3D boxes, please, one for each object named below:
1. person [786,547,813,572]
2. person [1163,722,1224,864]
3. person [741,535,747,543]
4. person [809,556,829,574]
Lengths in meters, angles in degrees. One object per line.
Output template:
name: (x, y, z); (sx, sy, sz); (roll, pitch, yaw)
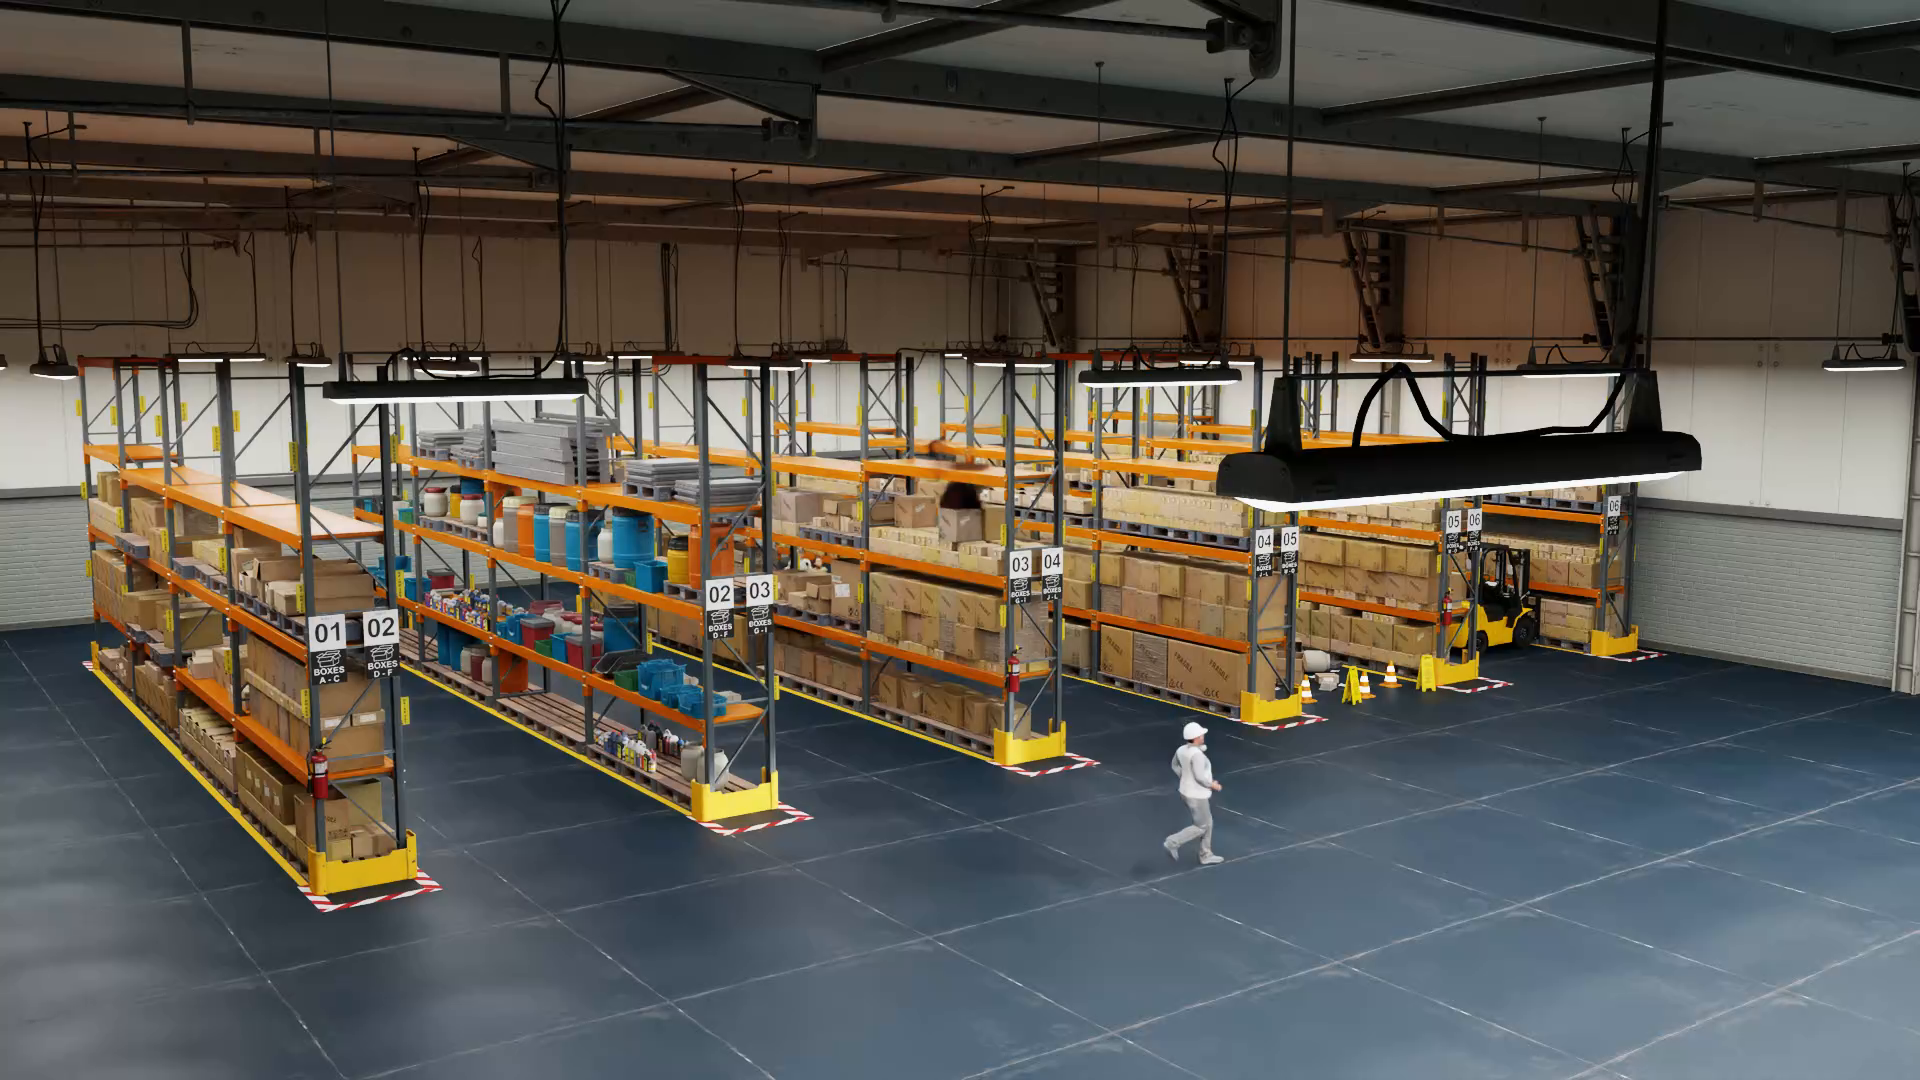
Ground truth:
person: (-3.543, 0.991, 37.154); (0.597, 1.721, 0.868); (-4, 8, -30)
person: (2.796, 3.047, 19.929); (0.820, 1.744, 0.670); (-2, 7, -15)
person: (-5.320, 0.616, 40.805); (0.647, 1.612, 0.752); (6, 9, 43)
person: (-3.065, 1.163, 36.141); (0.590, 1.612, 0.619); (-4, 8, -27)
